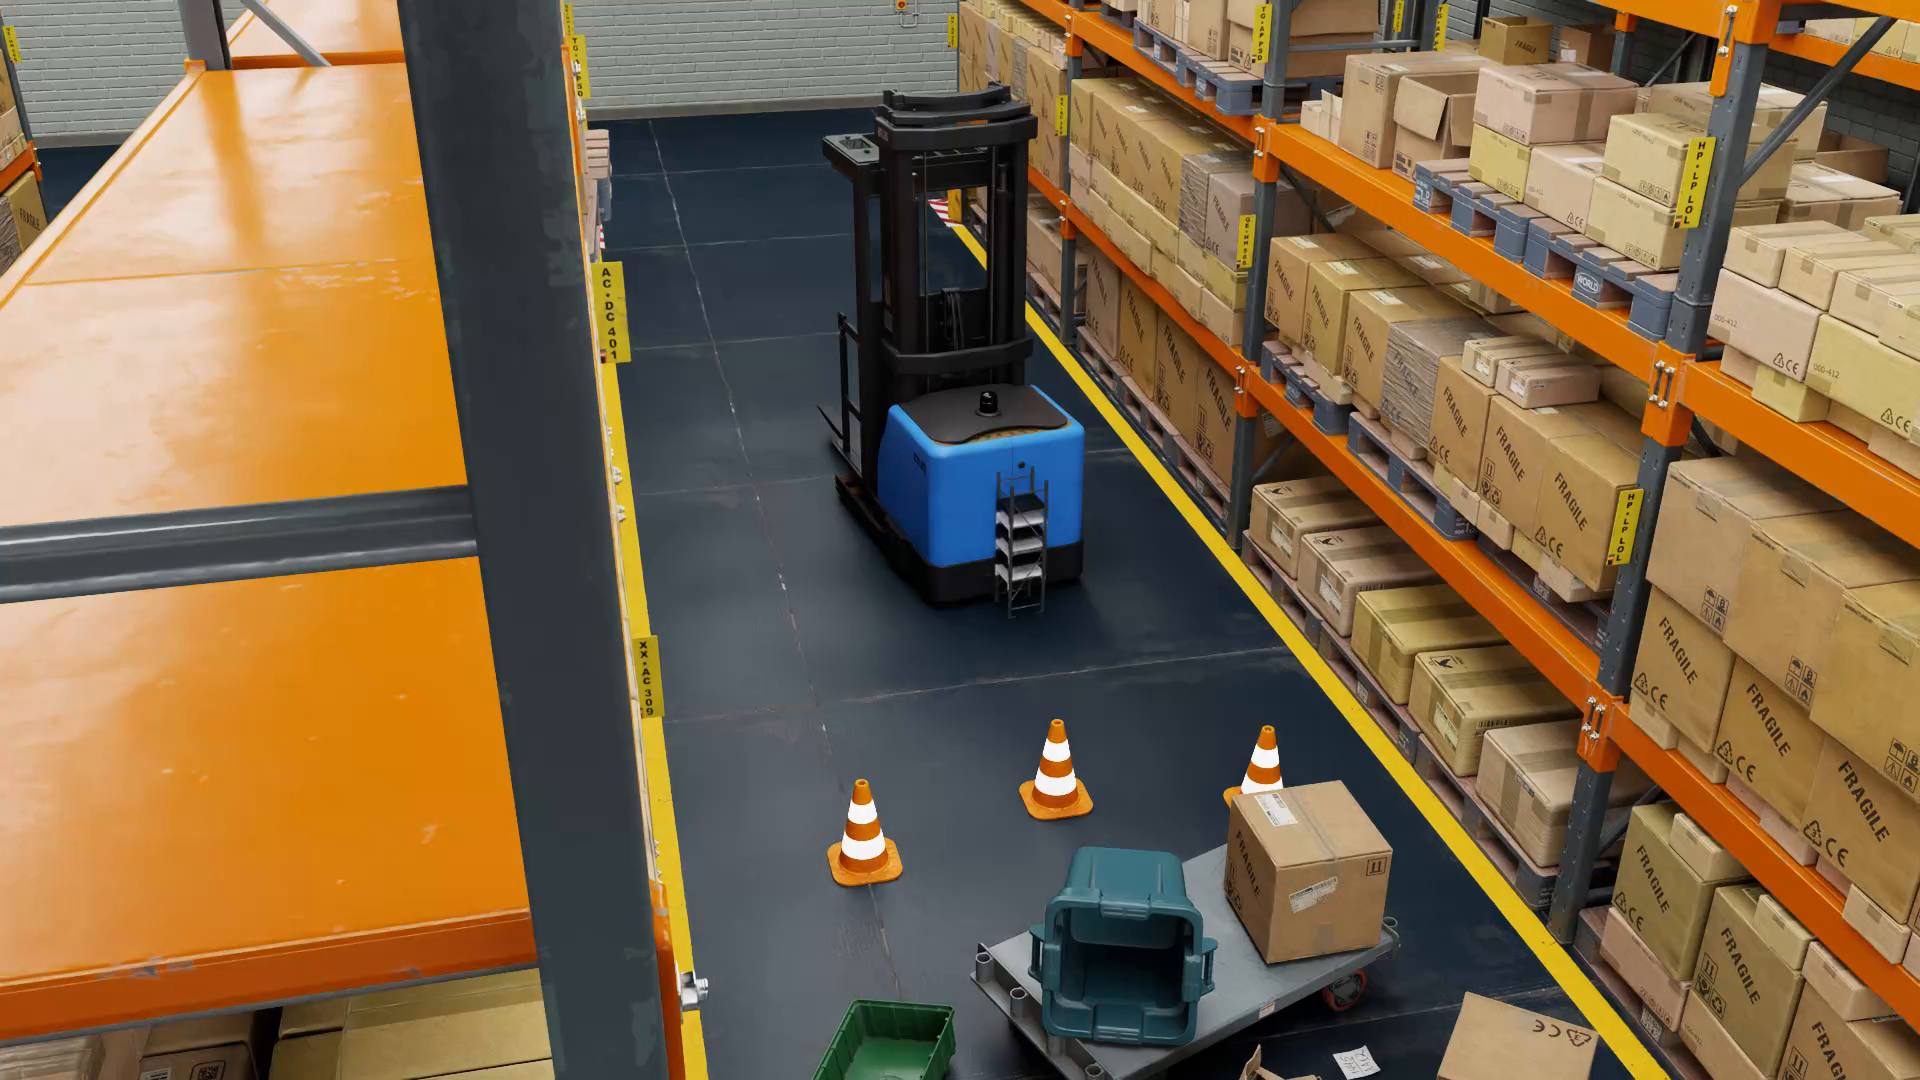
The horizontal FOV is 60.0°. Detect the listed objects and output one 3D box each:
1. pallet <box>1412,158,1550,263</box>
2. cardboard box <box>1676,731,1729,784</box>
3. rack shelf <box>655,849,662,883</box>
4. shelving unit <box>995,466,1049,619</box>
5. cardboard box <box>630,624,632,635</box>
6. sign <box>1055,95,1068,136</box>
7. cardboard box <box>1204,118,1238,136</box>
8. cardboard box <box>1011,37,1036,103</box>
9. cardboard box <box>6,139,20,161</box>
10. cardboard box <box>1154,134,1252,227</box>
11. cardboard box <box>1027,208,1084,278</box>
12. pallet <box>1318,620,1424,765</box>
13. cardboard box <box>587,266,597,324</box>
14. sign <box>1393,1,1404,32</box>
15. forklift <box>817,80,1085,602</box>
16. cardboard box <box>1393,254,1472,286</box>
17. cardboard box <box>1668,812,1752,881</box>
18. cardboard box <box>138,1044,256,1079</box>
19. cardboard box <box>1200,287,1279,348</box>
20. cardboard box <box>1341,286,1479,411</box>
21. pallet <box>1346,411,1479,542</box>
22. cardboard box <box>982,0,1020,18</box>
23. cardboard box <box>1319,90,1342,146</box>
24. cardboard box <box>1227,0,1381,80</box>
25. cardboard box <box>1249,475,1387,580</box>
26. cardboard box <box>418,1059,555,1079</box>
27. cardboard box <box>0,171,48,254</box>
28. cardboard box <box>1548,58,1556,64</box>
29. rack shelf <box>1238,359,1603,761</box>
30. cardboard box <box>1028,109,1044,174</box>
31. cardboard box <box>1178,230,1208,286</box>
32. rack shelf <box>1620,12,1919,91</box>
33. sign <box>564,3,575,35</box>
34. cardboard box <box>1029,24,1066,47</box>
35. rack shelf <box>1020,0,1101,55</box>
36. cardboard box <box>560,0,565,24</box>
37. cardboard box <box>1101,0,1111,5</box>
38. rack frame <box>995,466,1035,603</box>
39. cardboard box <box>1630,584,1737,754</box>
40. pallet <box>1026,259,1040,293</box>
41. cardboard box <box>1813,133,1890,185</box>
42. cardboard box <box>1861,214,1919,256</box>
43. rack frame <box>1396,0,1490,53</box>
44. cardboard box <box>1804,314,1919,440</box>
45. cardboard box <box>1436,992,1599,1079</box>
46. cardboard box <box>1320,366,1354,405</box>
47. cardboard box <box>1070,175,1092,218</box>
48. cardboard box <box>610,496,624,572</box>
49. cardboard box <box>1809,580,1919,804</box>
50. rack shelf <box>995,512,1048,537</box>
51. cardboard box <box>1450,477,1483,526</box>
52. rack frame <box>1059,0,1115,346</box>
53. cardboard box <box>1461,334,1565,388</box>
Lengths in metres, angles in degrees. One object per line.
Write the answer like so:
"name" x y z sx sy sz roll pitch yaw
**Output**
"pallet" 2.899 -1.582 7.781 1.213 0.211 1.003 -6 27 -12
"cardboard box" 3.037 0.799 6.464 0.380 0.149 0.250 -5 27 -10
"rack shelf" -1.178 2.156 4.294 1.077 0.370 4.000 -6 27 -12
"shelving unit" 0.369 0.018 10.058 0.258 0.900 0.210 -10 30 -19
"cardboard box" -1.485 0.654 6.360 0.500 0.500 0.500 -6 27 -11
"sign" 0.828 -3.467 13.587 0.100 0.325 0.005 -6 27 -12
"cardboard box" 2.064 -2.746 11.987 0.500 0.500 0.500 -6 27 -11
"cardboard box" 0.763 -4.218 14.904 0.500 0.500 0.500 -6 27 -11
"cardboard box" -8.727 -3.503 14.986 0.380 0.149 0.250 -6 27 -11
"cardboard box" 1.670 -2.481 11.461 0.500 0.500 0.500 -6 27 -12
"cardboard box" 1.129 -2.825 15.742 0.875 0.438 0.875 -7 28 -13
"pallet" 2.716 0.777 9.324 1.003 0.211 1.213 -6 27 -12
"cardboard box" -1.179 -0.619 4.481 0.380 0.149 0.250 -6 27 -12
"sign" 4.774 -5.695 18.090 0.100 0.325 0.005 -6 27 -12
"forklift" -0.227 -1.573 10.961 1.130 2.935 3.031 -10 28 -19
"cardboard box" 2.770 -1.314 9.463 0.500 0.500 0.500 -6 27 -12
"cardboard box" 3.011 1.173 6.477 0.380 0.149 0.250 -6 27 -11
"cardboard box" -1.110 0.890 1.936 0.500 0.250 0.500 -6 27 -11
"cardboard box" 1.903 -1.475 10.856 0.500 0.250 0.500 -7 28 -13
"cardboard box" 2.396 -1.029 8.900 0.500 0.500 0.500 -5 27 -11
"pallet" 2.756 -0.395 8.764 1.003 0.211 1.213 -6 27 -12
"cardboard box" 0.430 -5.107 15.946 0.380 0.149 0.250 -7 28 -13
"cardboard box" 2.233 -2.357 9.258 0.396 0.266 0.258 -6 27 -12
"cardboard box" 2.038 -3.069 9.938 0.797 0.503 0.637 -8 28 -15
"cardboard box" 2.388 -0.111 10.438 0.950 0.372 0.625 -8 28 -15
"cardboard box" -0.492 0.719 1.831 0.380 0.149 0.250 -6 27 -11
"cardboard box" -8.966 -2.818 15.242 0.875 0.875 0.875 -6 27 -12
"cardboard box" 5.886 -4.810 17.134 0.500 0.250 0.500 -5 27 -10
"rack shelf" 2.721 -0.147 8.857 1.077 0.370 4.000 -6 27 -12
"cardboard box" 0.894 -3.550 14.689 0.500 0.500 0.500 -7 28 -13
"cardboard box" 1.794 -1.914 11.171 0.500 0.250 0.500 -7 28 -13
"rack shelf" 6.654 -3.748 12.662 1.077 0.370 4.000 -6 27 -12
"sign" -3.788 -5.017 16.071 0.100 0.325 0.005 -6 27 -12
"cardboard box" 0.823 -4.438 14.620 0.380 0.149 0.250 -6 27 -12
"rack shelf" 0.918 -4.998 15.139 1.077 0.370 4.000 -6 27 -12
"cardboard box" -3.279 -4.057 12.643 0.500 0.250 0.500 -5 27 -9
"cardboard box" 1.285 -4.257 12.295 0.500 0.500 0.500 -6 27 -13
"rack frame" 0.332 -0.027 10.142 0.240 0.900 0.006 -10 30 -19
"cardboard box" 2.999 0.454 6.427 0.500 0.500 0.500 -6 27 -12
"pallet" 0.995 -2.736 16.282 1.003 0.211 1.213 -6 27 -12
"cardboard box" 6.557 -2.783 12.701 0.797 0.503 0.637 -7 28 -13
"cardboard box" 3.456 -1.056 5.925 0.380 0.149 0.250 -5 27 -11
"rack frame" 5.302 -5.364 18.394 1.000 3.000 0.127 -6 27 -12
"cardboard box" 3.129 -0.548 5.362 0.500 0.250 0.500 -6 27 -12
"cardboard box" 2.087 2.133 6.312 0.500 0.500 0.500 13 30 24
"cardboard box" 2.252 -0.885 9.333 0.380 0.149 0.250 -6 27 -11
"cardboard box" 1.211 -2.815 13.511 0.500 0.250 0.500 -7 28 -13
"cardboard box" -0.835 0.049 3.159 0.380 0.149 0.250 -6 27 -11
"cardboard box" 3.240 0.451 5.323 0.700 0.500 0.500 -7 28 -13
"rack shelf" 0.370 -0.112 9.990 0.258 0.077 0.200 -10 30 -19
"cardboard box" 2.590 -0.202 7.980 0.380 0.149 0.250 -6 27 -11
"rack frame" 1.369 -3.102 13.913 1.000 3.000 0.127 -6 27 -12
"cardboard box" 2.595 -0.843 7.811 0.380 0.149 0.250 -7 28 -14
